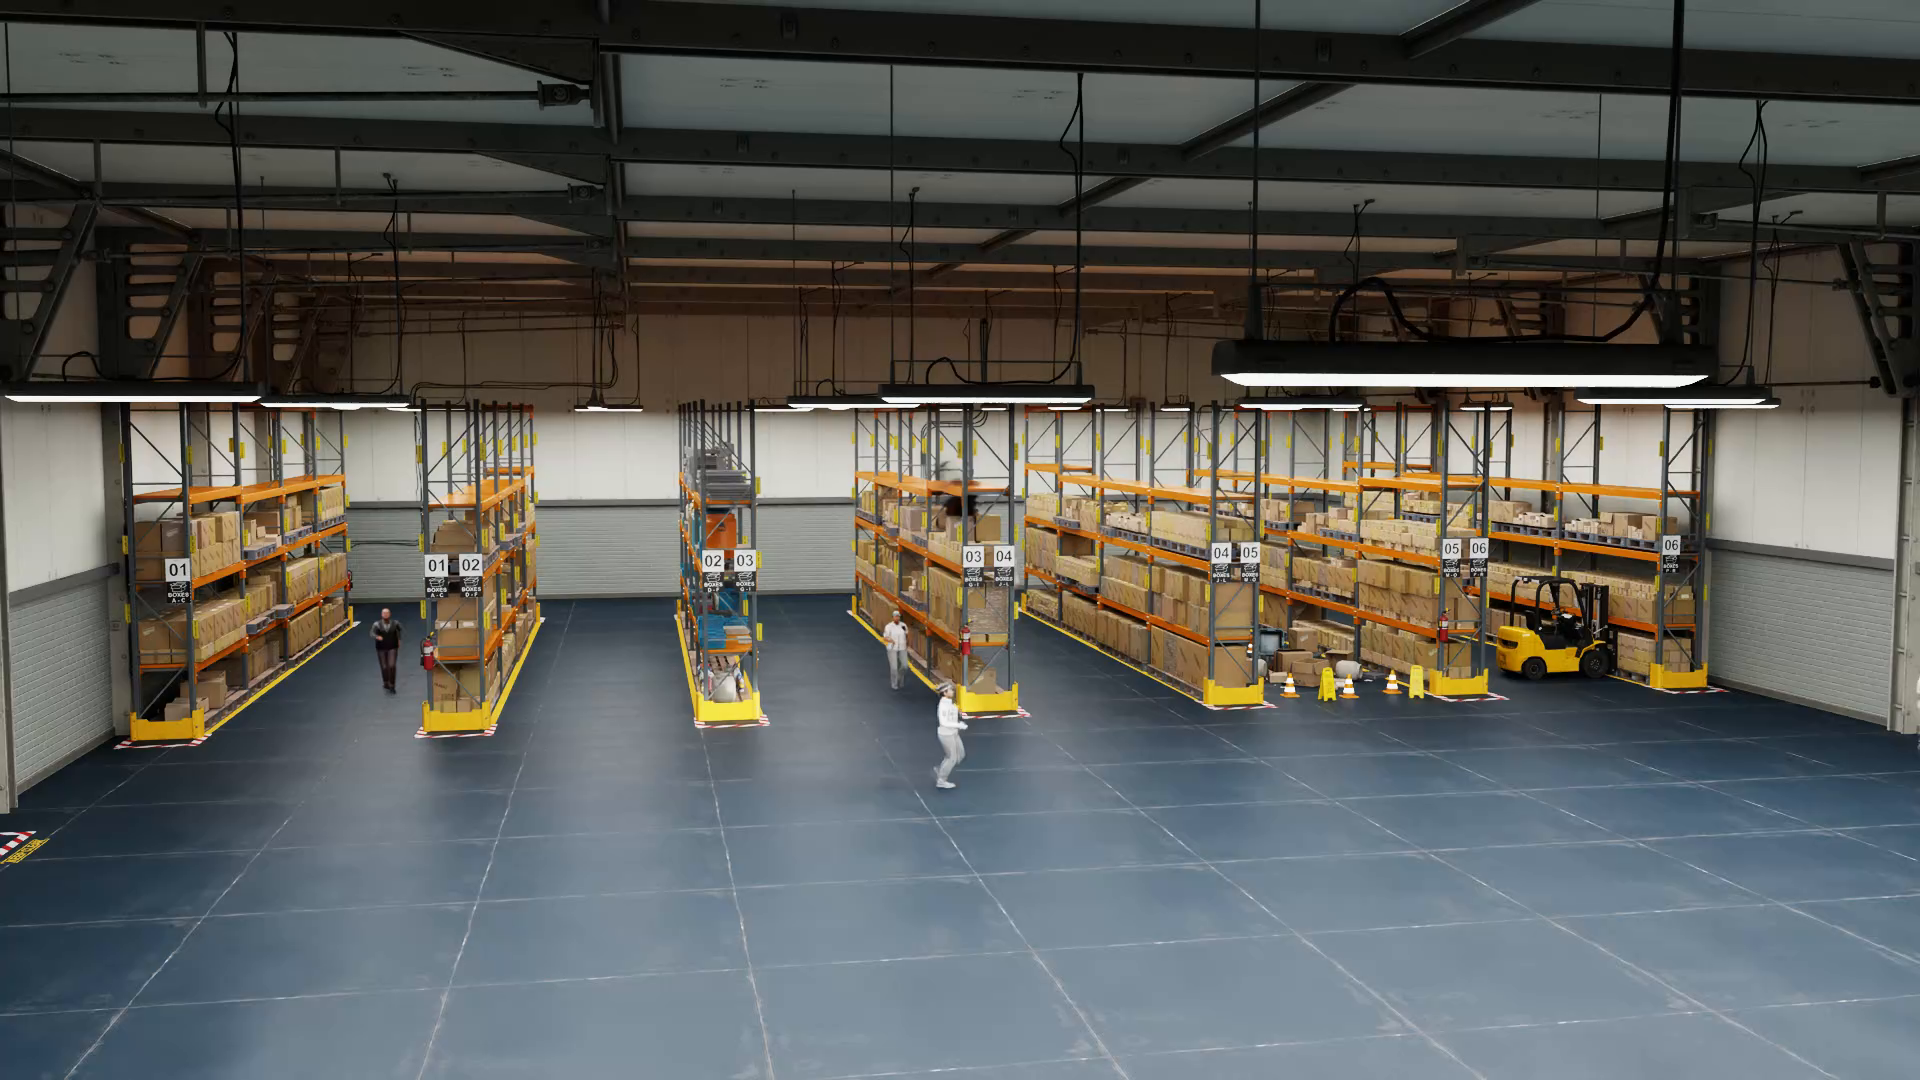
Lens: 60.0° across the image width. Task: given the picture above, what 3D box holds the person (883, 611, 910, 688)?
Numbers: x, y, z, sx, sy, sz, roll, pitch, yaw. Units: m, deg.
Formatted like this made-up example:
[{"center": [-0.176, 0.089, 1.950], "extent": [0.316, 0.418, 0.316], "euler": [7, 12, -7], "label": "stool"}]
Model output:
[{"center": [-1.289, 2.291, 34.626], "extent": [0.594, 1.624, 0.550], "euler": [-1, 4, -15], "label": "person"}]

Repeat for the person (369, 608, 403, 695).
[{"center": [-11.808, 2.293, 34.226], "extent": [0.637, 1.783, 0.779], "euler": [-1, 4, -15], "label": "person"}]

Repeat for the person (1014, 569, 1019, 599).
[{"center": [1.254, 1.432, 45.233], "extent": [0.727, 1.832, 0.936], "euler": [0, 4, -6], "label": "person"}]

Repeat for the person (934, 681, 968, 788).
[{"center": [-0.134, 2.968, 25.461], "extent": [0.547, 1.654, 0.605], "euler": [1, 4, 8], "label": "person"}]
